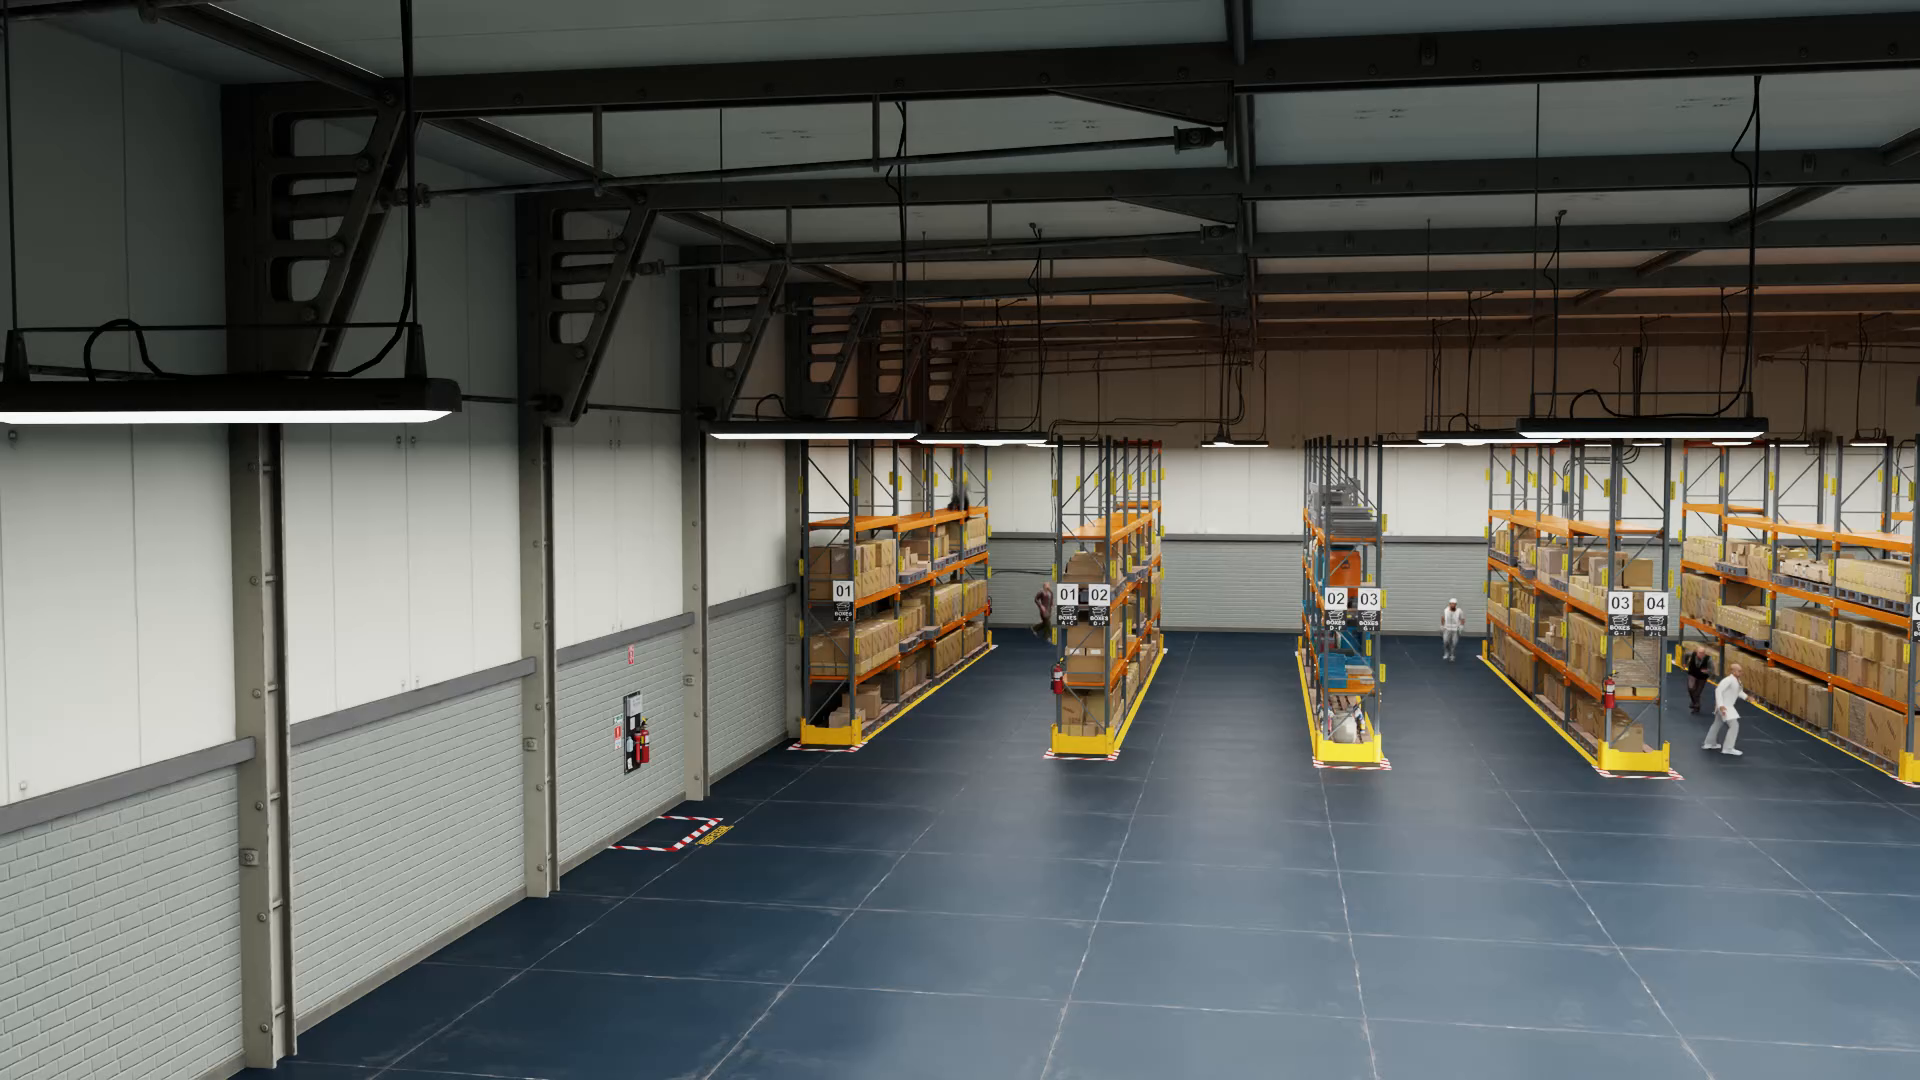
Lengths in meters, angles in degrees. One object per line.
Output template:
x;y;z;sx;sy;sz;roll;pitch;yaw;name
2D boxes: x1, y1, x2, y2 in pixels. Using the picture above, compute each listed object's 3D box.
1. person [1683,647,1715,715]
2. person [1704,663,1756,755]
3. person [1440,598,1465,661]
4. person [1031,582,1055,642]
16.109;3.027;36.269;0.639;1.504;1.152;1;3;22;person
14.532;3.171;31.419;0.900;1.719;0.762;2;4;32;person
13.257;2.423;44.782;0.681;1.728;0.812;1;3;21;person
2.516;2.139;50.028;0.888;1.797;0.714;3;4;42;person
